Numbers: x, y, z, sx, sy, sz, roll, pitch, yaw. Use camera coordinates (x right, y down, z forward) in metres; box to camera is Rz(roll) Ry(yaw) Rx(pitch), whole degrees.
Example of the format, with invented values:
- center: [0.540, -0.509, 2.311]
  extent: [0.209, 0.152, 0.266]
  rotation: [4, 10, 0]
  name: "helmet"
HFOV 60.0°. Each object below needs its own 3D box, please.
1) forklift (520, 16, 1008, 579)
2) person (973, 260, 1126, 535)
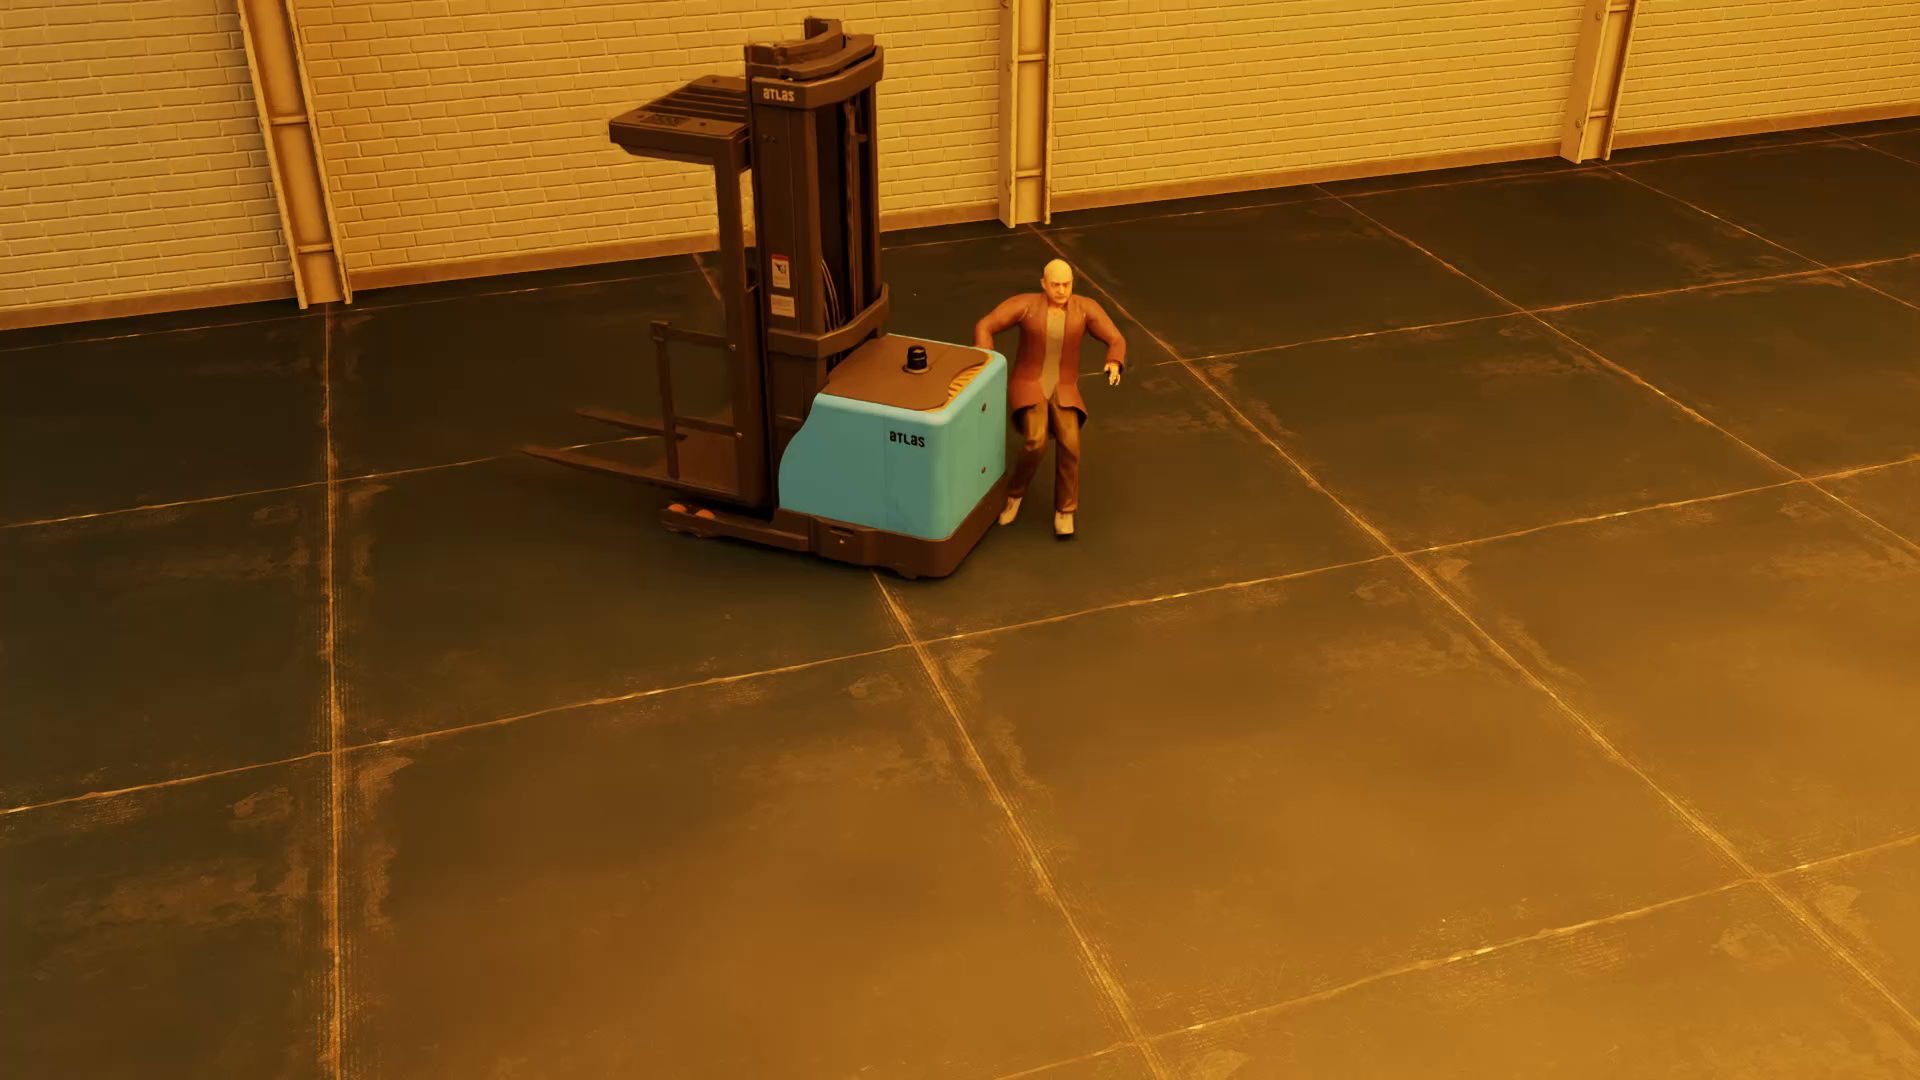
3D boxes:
- center: [-1.275, -1.511, 9.714]
  extent: [3.031, 2.935, 1.130]
  rotation: [12, 32, 20]
  name: "forklift"
- center: [0.575, -0.852, 10.015]
  extent: [0.944, 1.545, 0.901]
  rotation: [-6, 31, -11]
  name: "person"
